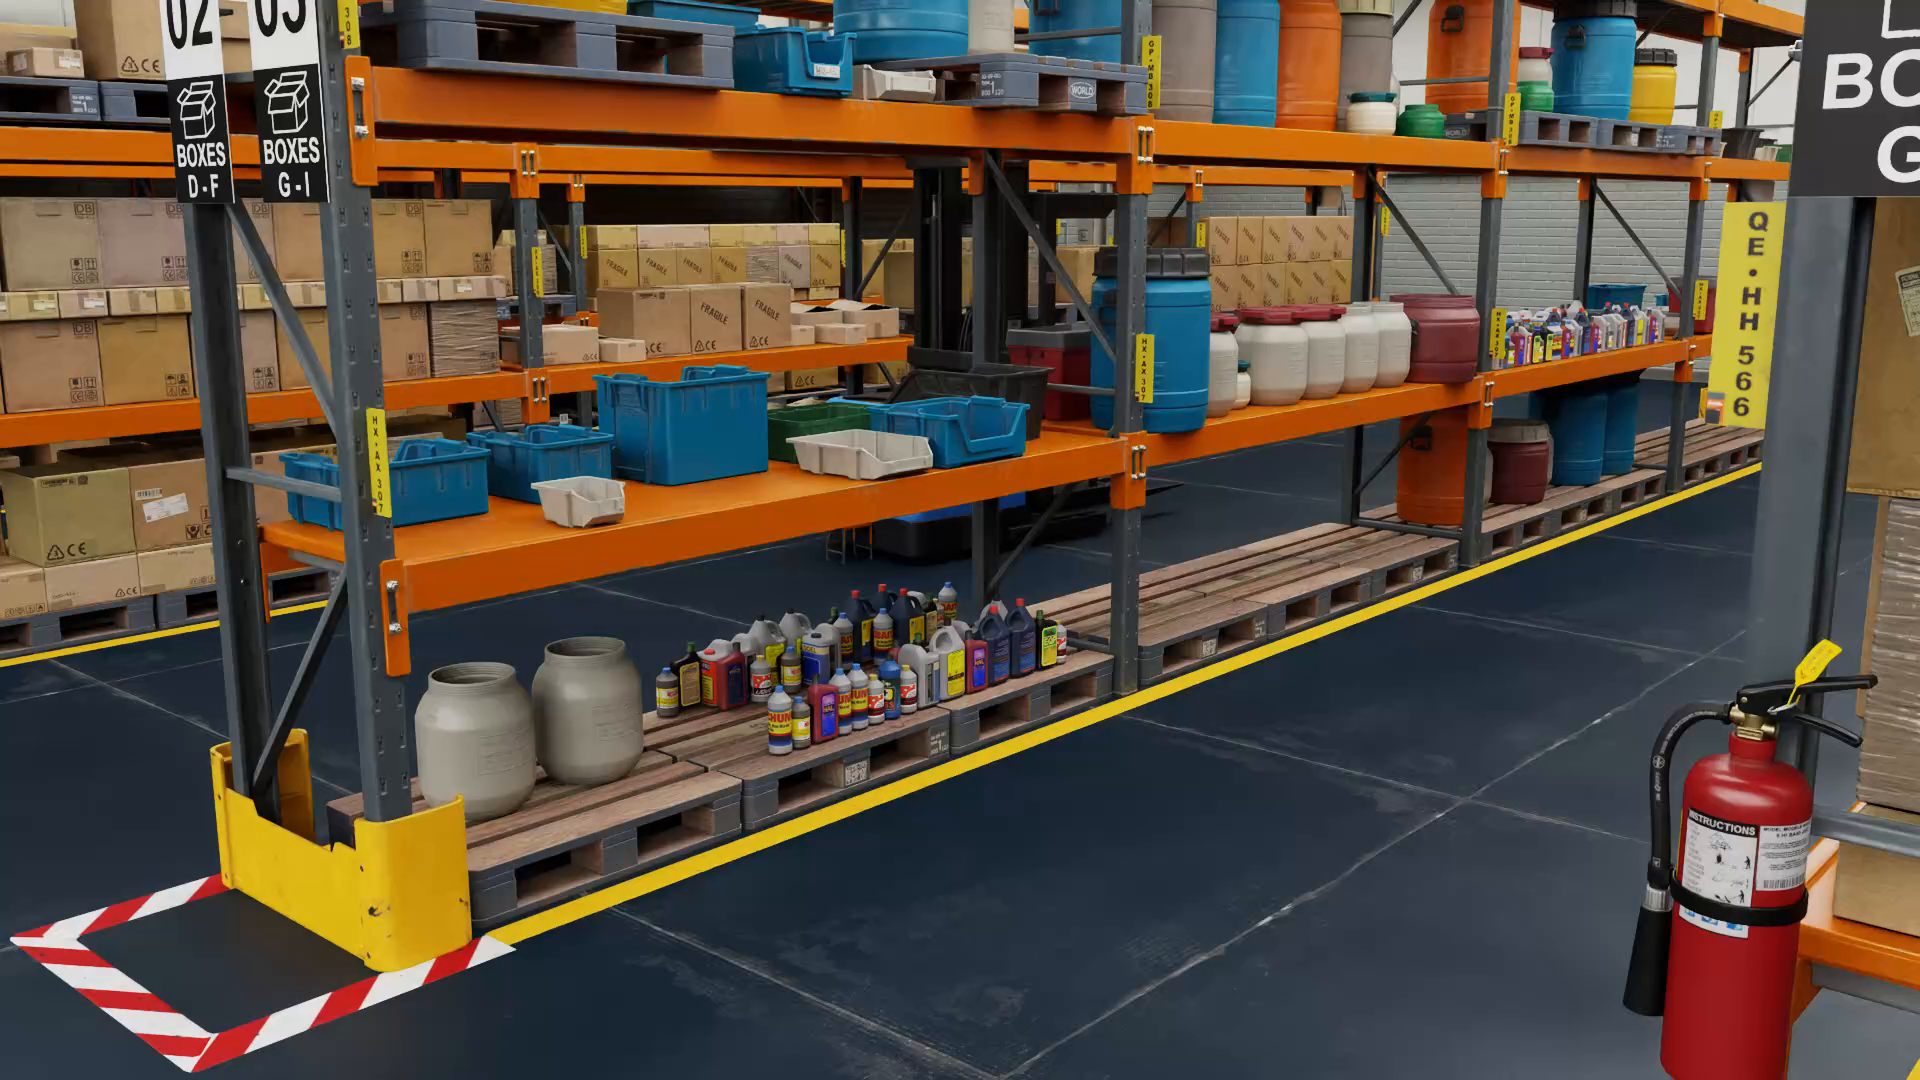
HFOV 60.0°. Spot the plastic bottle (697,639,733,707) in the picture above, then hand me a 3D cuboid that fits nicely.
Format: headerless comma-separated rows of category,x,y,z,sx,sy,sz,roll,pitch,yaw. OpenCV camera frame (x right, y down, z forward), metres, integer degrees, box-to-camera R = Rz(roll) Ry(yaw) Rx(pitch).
plastic bottle,-1.093,0.590,7.431,0.152,0.276,0.135,10,15,41

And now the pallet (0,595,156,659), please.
pallet,-5.408,0.439,9.475,1.003,0.211,1.213,10,15,40

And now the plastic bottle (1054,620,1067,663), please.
plastic bottle,0.472,0.492,8.111,0.097,0.201,0.097,0,11,0

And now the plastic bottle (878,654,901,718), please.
plastic bottle,-0.306,0.631,7.236,0.097,0.271,0.097,0,11,0

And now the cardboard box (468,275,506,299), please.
cardboard box,-3.260,-1.699,11.146,0.380,0.149,0.250,10,15,40

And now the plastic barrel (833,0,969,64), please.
plastic barrel,-0.260,-2.548,7.301,0.600,0.901,0.708,10,15,40

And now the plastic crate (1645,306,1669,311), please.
plastic crate,6.682,-2.130,15.739,0.293,0.136,0.466,10,15,40

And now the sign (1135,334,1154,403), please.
sign,0.883,-0.821,7.958,0.100,0.325,0.005,10,15,40

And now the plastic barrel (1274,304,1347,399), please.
plastic barrel,2.043,-1.109,9.758,0.433,0.535,0.433,0,11,0

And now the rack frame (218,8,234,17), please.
rack frame,-2.163,-3.112,4.815,1.000,3.000,0.127,10,15,40

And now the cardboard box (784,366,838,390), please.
cardboard box,-2.015,-2.255,20.261,0.750,0.750,0.750,10,15,41

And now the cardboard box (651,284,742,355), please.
cardboard box,-2.044,-1.710,12.861,0.500,0.500,0.500,10,15,40

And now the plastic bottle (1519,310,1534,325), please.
plastic bottle,4.555,-1.719,13.478,0.152,0.276,0.135,10,15,40

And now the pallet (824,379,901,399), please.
pallet,-1.123,-1.950,21.438,1.003,0.211,1.213,10,15,40

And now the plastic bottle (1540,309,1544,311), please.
plastic bottle,4.828,-1.786,13.823,0.097,0.271,0.097,0,11,0

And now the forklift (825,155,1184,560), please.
forklift,0.460,-1.519,12.336,3.031,2.935,1.130,-10,15,-41

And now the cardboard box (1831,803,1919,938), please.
cardboard box,1.590,0.525,2.565,0.380,0.149,0.250,10,15,40

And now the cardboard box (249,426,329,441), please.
cardboard box,-4.442,-0.450,10.837,0.500,0.500,0.500,10,15,40

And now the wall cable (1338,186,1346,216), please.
wall cable,4.959,-6.010,27.253,3.097,2.526,0.112,10,15,40

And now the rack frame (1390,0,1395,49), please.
rack frame,4.680,-6.107,19.810,1.000,3.000,0.127,10,15,40

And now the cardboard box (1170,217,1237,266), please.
cardboard box,2.562,-3.148,17.508,0.500,0.500,0.500,10,15,42

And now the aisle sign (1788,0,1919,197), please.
aisle sign,1.291,-0.834,2.090,0.394,0.787,0.004,10,15,40

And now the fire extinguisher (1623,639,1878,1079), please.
fire extinguisher,1.136,0.466,2.418,0.296,0.674,0.183,10,15,40

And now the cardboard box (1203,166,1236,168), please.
cardboard box,2.547,-4.013,17.370,0.500,0.250,0.500,10,15,40

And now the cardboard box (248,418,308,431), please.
cardboard box,-6.491,-1.140,15.517,0.700,0.500,0.500,10,15,42

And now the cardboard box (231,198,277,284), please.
cardboard box,-4.523,-1.797,9.981,0.700,0.500,0.500,10,15,40

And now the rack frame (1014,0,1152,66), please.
rack frame,0.477,-3.700,7.761,1.000,3.000,0.127,10,15,40

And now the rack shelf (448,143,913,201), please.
rack shelf,-1.921,-2.812,12.808,1.077,0.370,4.000,10,15,40

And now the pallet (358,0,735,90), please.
pallet,-1.544,-1.657,5.673,1.003,0.211,1.213,10,15,40

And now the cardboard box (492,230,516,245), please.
cardboard box,-4.731,-3.107,17.072,0.380,0.149,0.250,7,13,31

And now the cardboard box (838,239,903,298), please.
cardboard box,-1.313,-3.441,21.015,0.980,0.700,0.700,10,15,41

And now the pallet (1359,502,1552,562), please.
pallet,3.607,-0.101,12.176,1.003,0.211,1.213,10,15,40

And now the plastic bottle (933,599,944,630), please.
plastic bottle,-0.130,0.403,8.554,0.097,0.201,0.097,0,11,0

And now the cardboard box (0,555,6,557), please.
cardboard box,-5.750,0.215,9.426,0.500,0.250,0.500,10,15,40

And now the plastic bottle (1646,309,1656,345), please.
plastic bottle,5.622,-1.738,13.554,0.061,0.283,0.133,10,15,40

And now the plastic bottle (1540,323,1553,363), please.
plastic bottle,4.227,-1.427,11.996,0.061,0.283,0.133,10,15,40

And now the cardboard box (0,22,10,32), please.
cardboard box,-7.782,-3.790,13.012,0.500,0.500,0.500,9,14,38

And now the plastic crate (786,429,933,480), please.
plastic crate,-0.404,-0.357,7.015,0.530,0.136,0.437,10,15,40

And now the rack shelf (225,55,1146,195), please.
rack shelf,-0.843,-1.582,6.652,1.077,0.370,4.000,10,15,40

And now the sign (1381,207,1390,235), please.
sign,5.084,-3.813,19.879,0.100,0.325,0.005,10,15,40

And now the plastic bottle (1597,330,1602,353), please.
plastic bottle,4.869,-1.536,12.748,0.097,0.201,0.097,0,11,0

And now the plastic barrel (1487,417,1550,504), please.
plastic barrel,4.173,-0.610,12.694,0.600,0.588,0.708,10,15,40

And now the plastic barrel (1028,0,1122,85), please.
plastic barrel,0.650,-2.578,8.521,0.600,0.901,0.708,10,15,40

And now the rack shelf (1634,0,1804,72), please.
rack shelf,7.078,-4.622,15.237,1.077,0.370,4.000,10,15,40

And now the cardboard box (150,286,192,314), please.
cardboard box,-4.612,-1.397,9.638,0.380,0.149,0.250,10,15,40

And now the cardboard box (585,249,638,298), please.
cardboard box,-3.811,-2.871,17.860,0.500,0.500,0.500,10,15,42

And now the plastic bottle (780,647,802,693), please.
plastic bottle,-0.776,0.590,7.619,0.097,0.201,0.097,0,11,0

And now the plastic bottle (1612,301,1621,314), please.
plastic bottle,5.289,-1.752,13.451,0.144,0.351,0.185,10,15,40

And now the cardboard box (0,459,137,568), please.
cardboard box,-5.032,-0.160,9.387,0.500,0.500,0.500,10,15,40

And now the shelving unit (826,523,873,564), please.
shelving unit,-0.767,-0.381,11.437,0.252,1.050,0.215,-10,15,-41

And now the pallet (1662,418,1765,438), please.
pallet,7.825,-1.040,16.879,1.003,0.211,1.213,10,15,40

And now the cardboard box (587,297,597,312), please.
cardboard box,-3.933,-2.533,17.824,0.380,0.149,0.250,9,15,40
